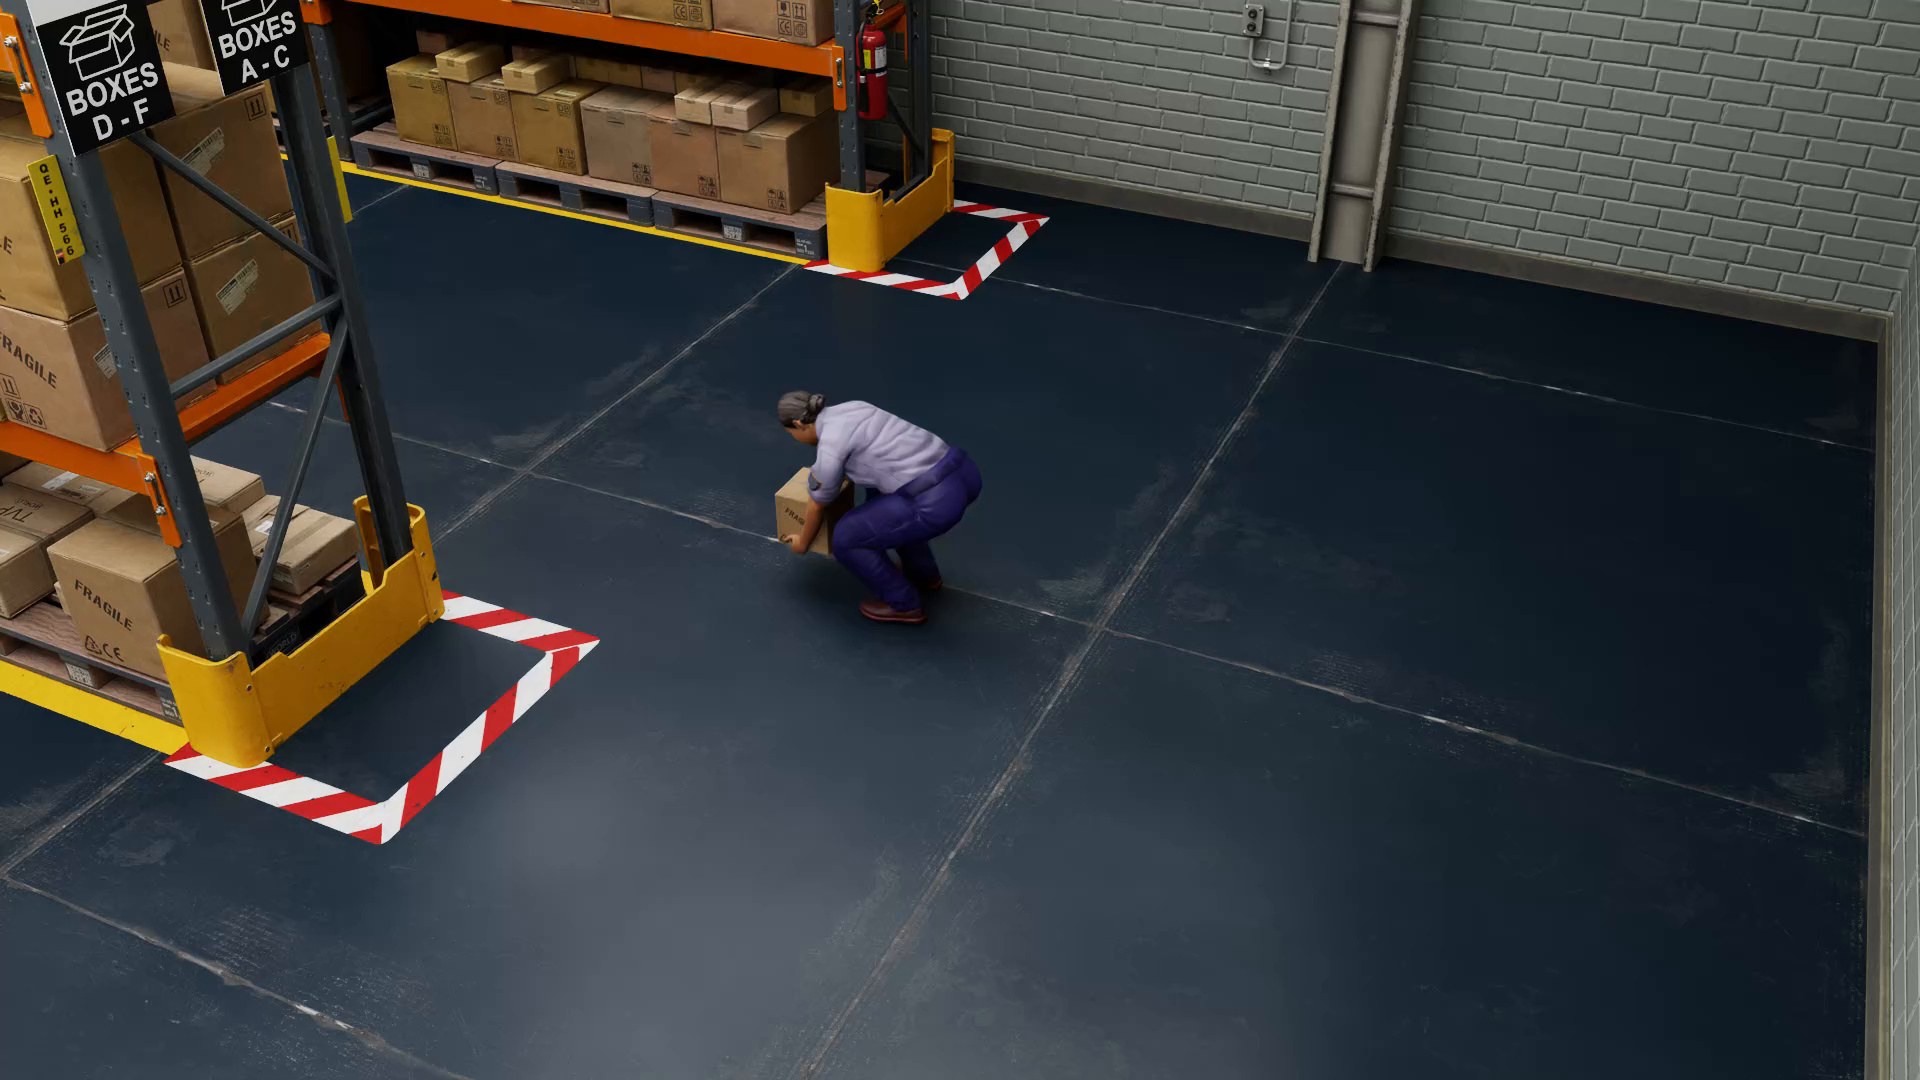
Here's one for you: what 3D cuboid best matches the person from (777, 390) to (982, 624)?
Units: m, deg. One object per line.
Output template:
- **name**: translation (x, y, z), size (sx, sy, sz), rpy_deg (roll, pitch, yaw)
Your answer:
- **person**: translation (-0.351, -0.157, 7.025), size (0.866, 0.945, 0.514), rpy_deg (13, 36, 19)
